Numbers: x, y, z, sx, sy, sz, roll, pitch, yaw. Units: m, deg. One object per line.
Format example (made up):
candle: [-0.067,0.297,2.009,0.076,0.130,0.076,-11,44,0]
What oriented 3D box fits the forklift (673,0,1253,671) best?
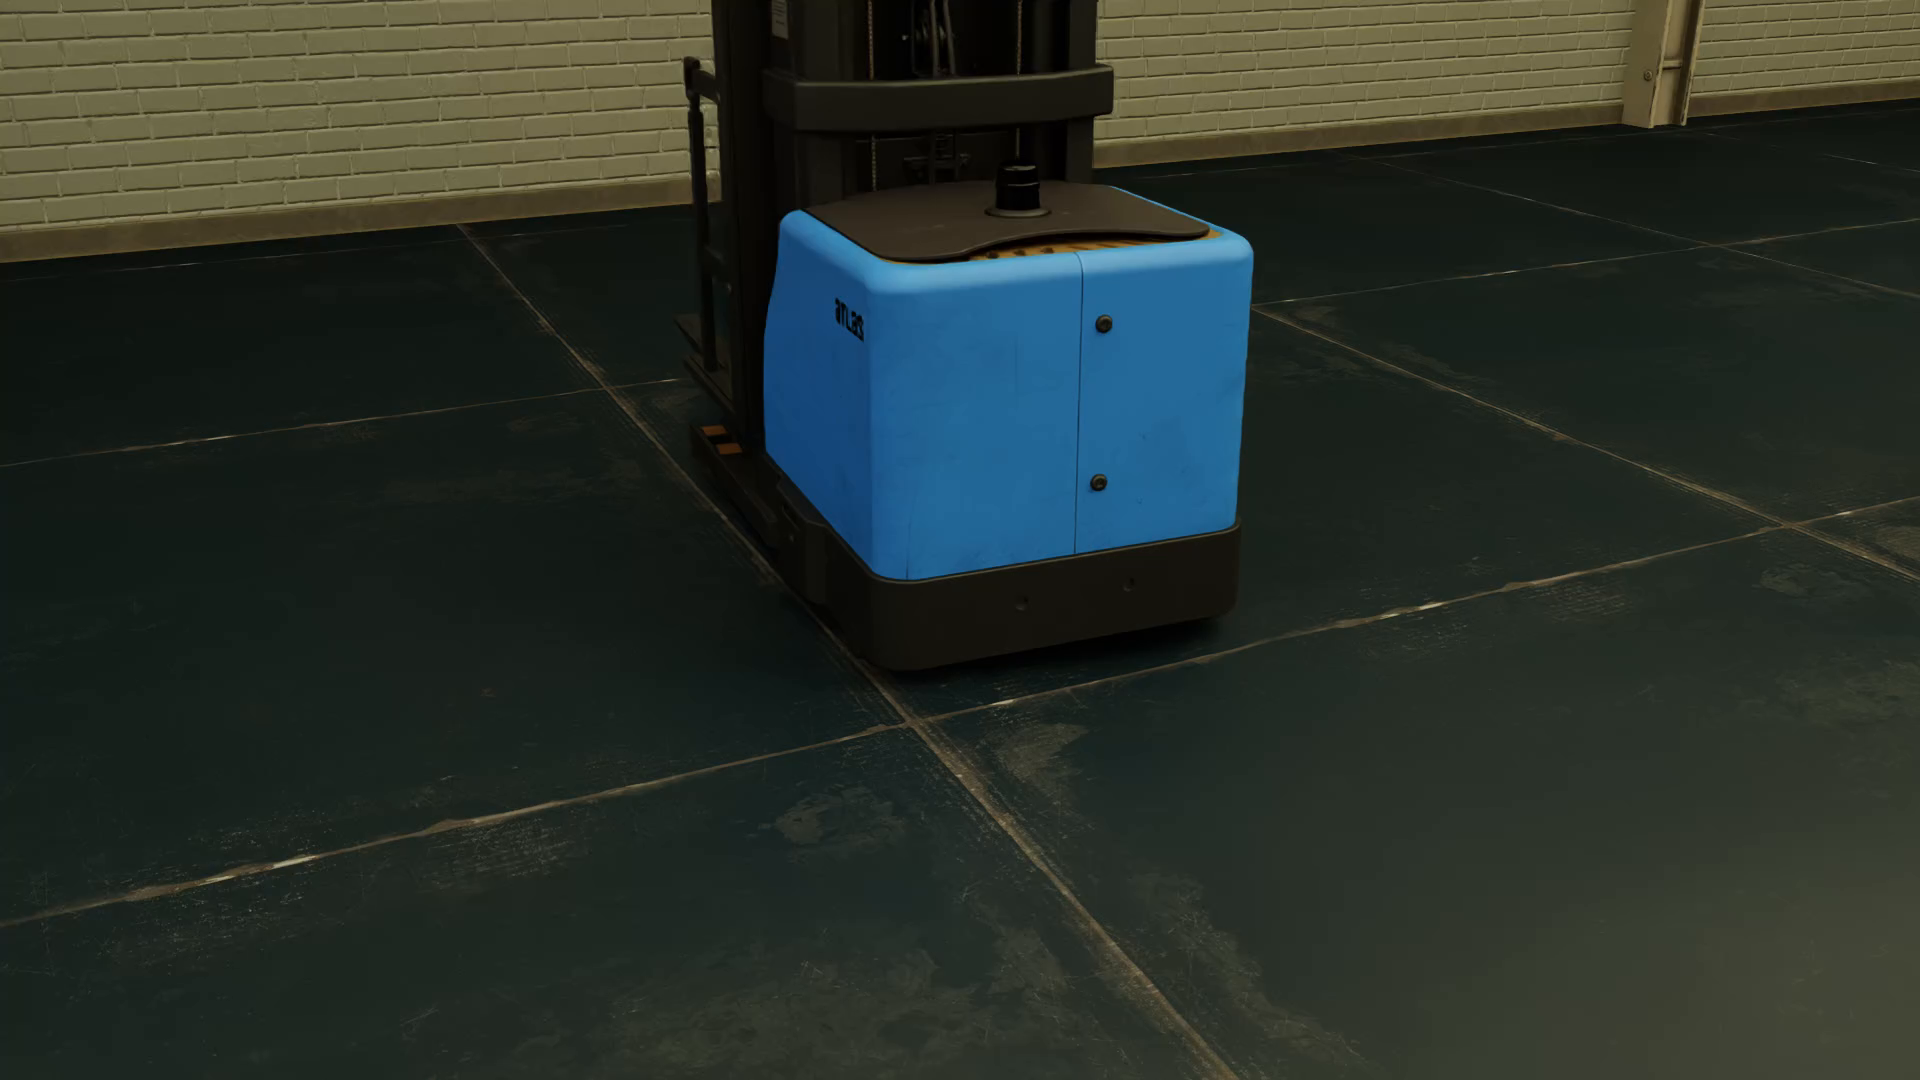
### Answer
forklift: [-0.272,-1.563,5.048,1.130,2.935,3.031,-9,24,-20]
